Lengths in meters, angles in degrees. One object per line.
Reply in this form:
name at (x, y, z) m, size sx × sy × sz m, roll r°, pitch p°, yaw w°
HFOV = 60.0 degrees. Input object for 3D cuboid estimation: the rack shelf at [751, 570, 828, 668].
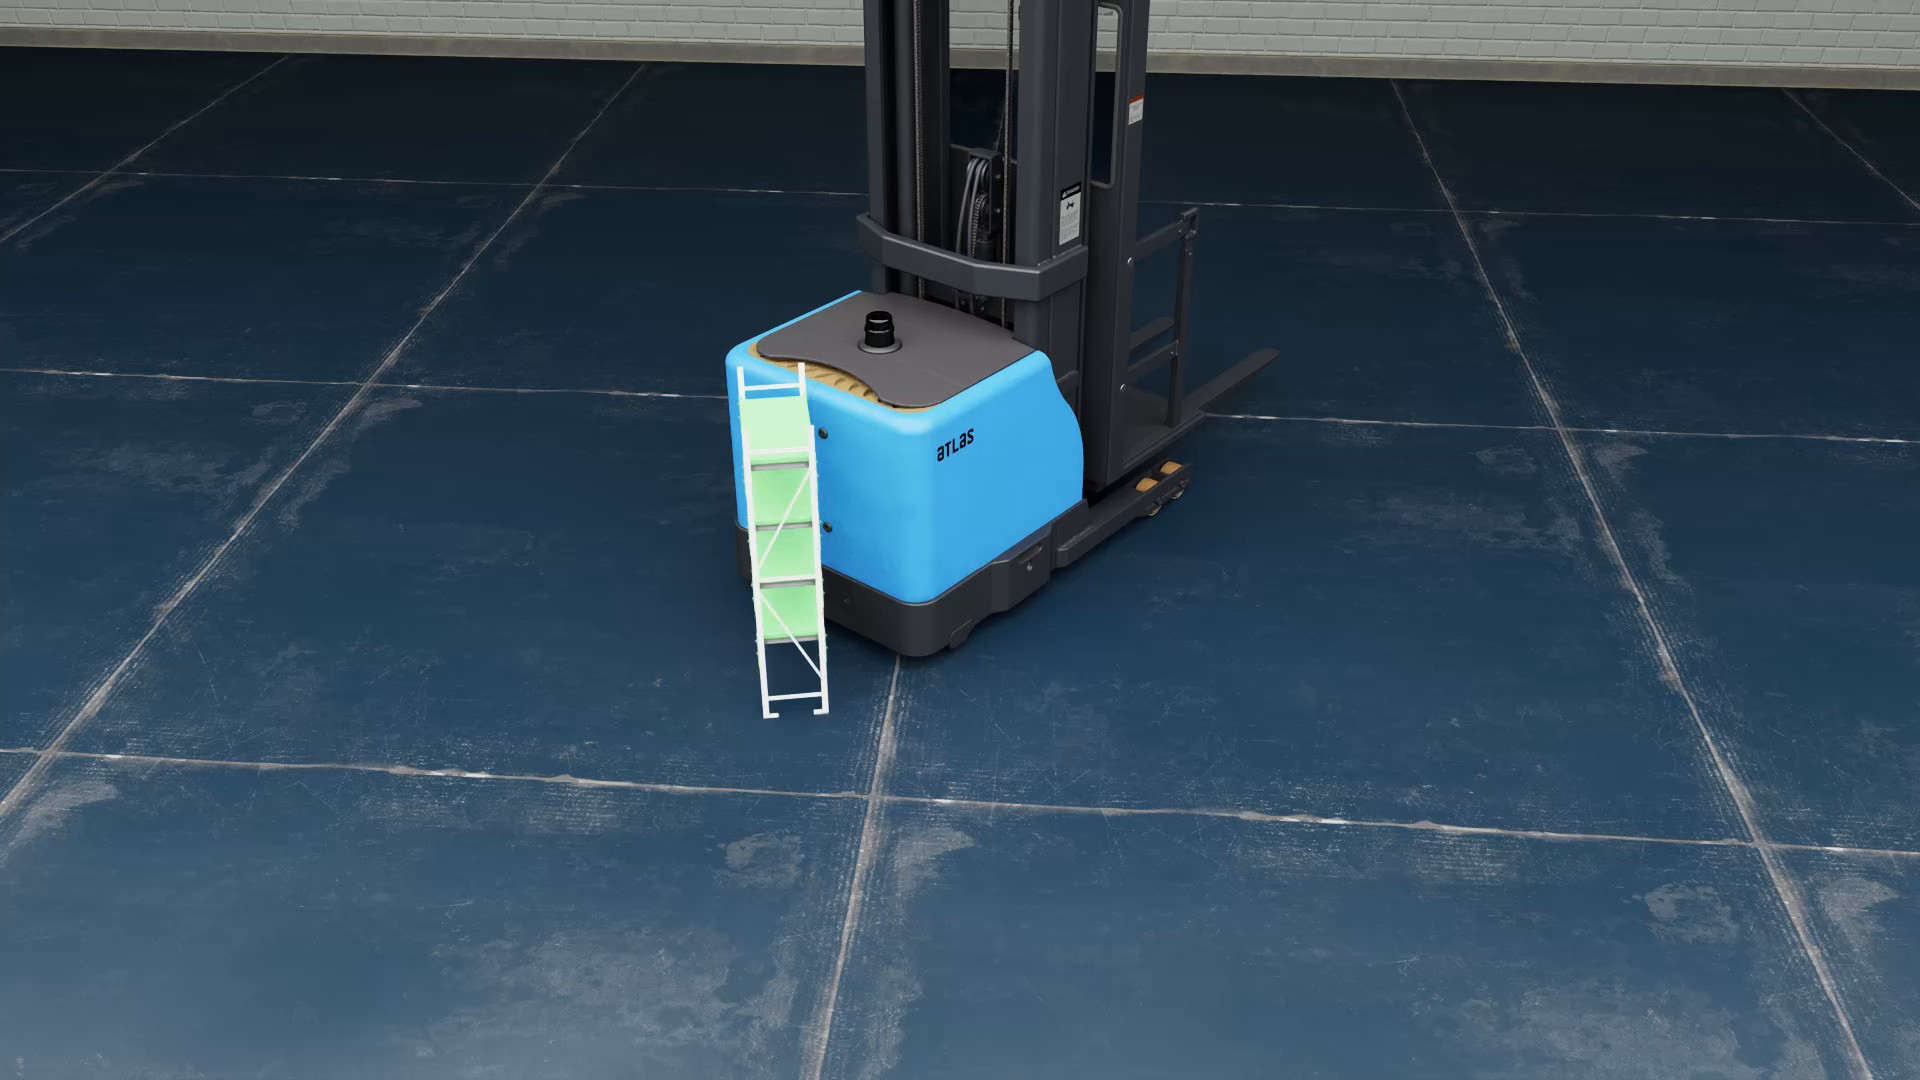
rack shelf at (-0.646, 0.270, 6.247) m, size 0.258 × 0.148 × 0.480 m, roll -4°, pitch 32°, yaw -7°

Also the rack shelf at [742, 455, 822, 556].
rack shelf at (-0.646, -0.138, 5.995) m, size 0.258 × 0.148 × 0.480 m, roll -4°, pitch 32°, yaw -7°

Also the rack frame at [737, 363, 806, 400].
rack frame at (-0.681, -0.115, 6.293) m, size 0.240 × 1.200 × 0.015 m, roll -4°, pitch 32°, yaw -7°

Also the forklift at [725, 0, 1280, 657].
forklift at (0.398, -1.504, 6.898) m, size 1.130 × 2.935 × 3.031 m, roll 23°, pitch 38°, yaw 32°

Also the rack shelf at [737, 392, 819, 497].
rack shelf at (-0.646, -0.343, 5.869) m, size 0.258 × 0.148 × 0.480 m, roll -4°, pitch 32°, yaw -7°

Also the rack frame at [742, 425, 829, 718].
rack frame at (-0.611, 0.138, 5.882) m, size 0.240 × 1.200 × 0.015 m, roll -4°, pitch 32°, yaw -7°

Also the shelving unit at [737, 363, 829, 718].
shelving unit at (-0.646, 0.011, 6.088) m, size 0.258 × 1.200 × 0.503 m, roll -4°, pitch 32°, yaw -7°

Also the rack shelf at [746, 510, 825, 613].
rack shelf at (-0.646, 0.066, 6.121) m, size 0.258 × 0.148 × 0.480 m, roll -4°, pitch 32°, yaw -7°
